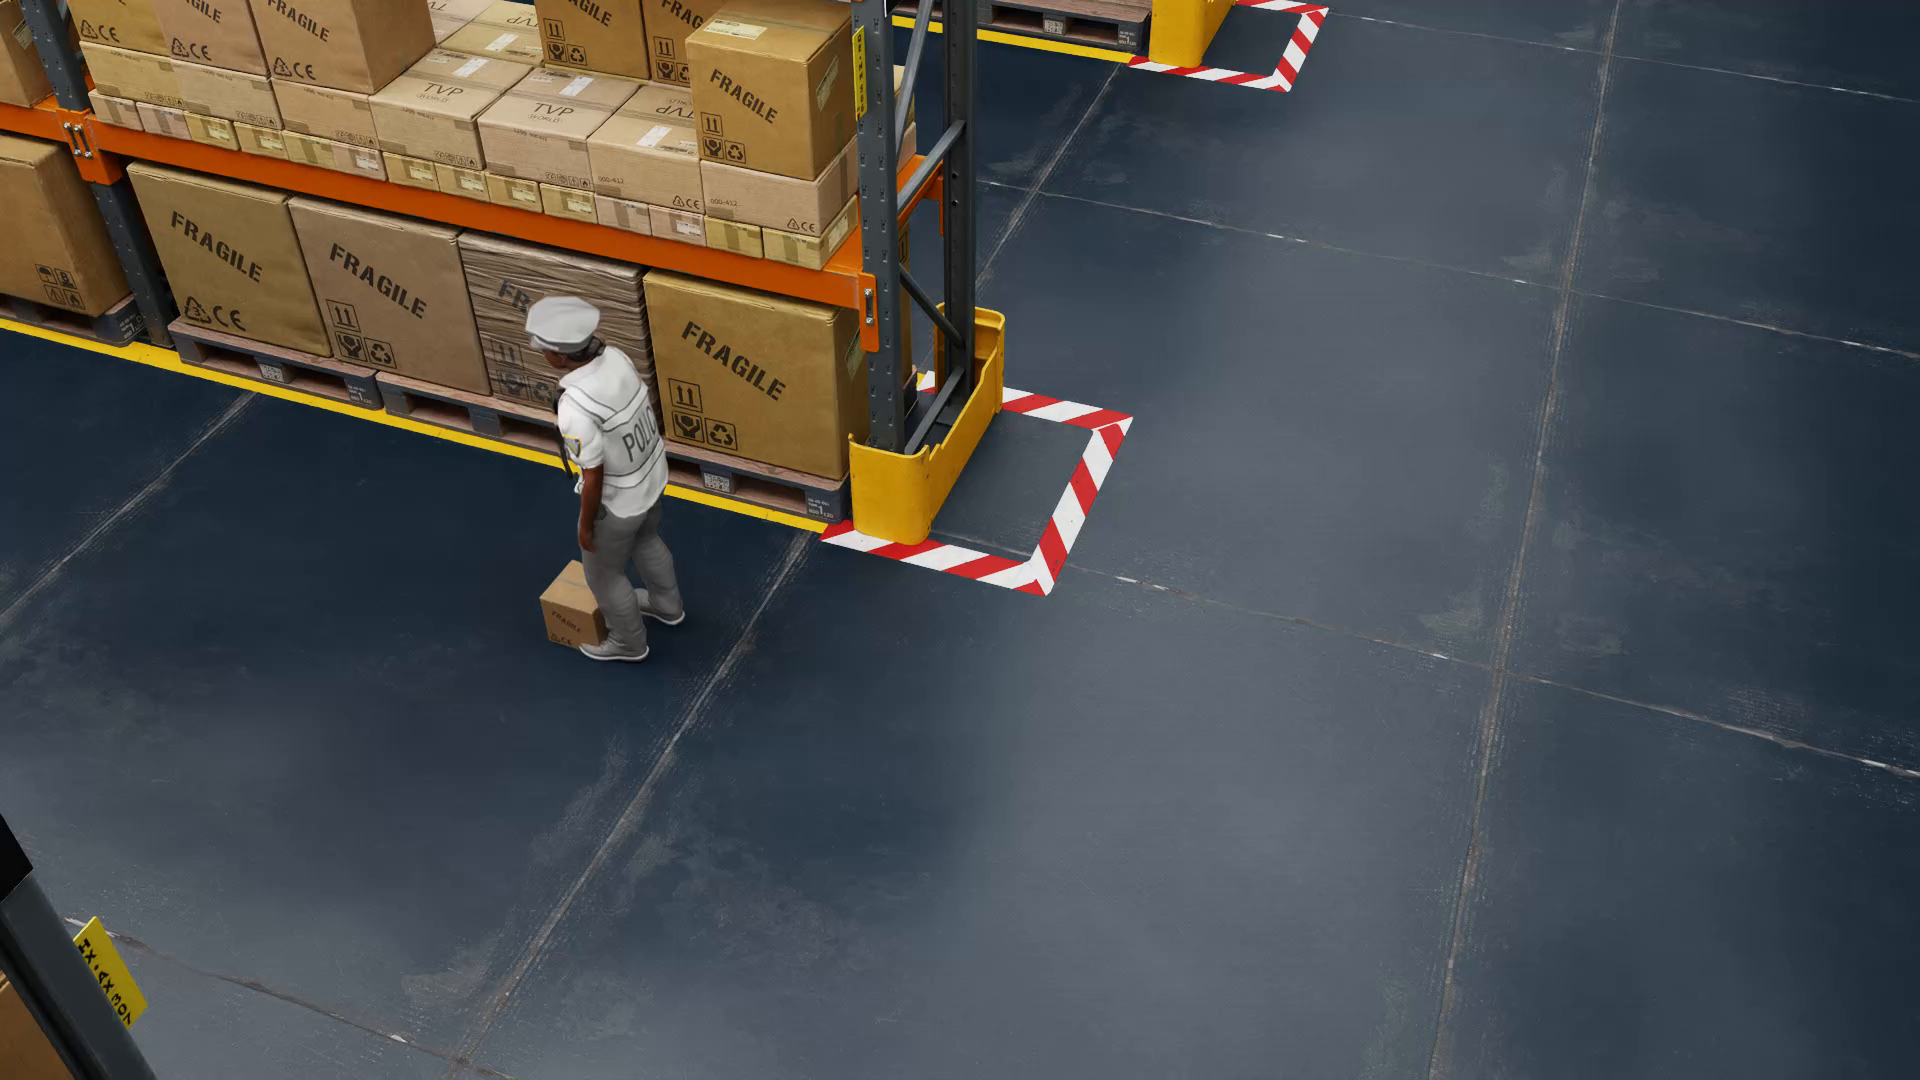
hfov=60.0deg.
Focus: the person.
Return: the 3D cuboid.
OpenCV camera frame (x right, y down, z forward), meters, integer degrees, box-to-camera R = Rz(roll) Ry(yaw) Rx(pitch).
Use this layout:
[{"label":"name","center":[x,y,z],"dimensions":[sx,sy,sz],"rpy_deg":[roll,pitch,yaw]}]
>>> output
[{"label":"person","center":[-1.339,-0.199,6.383],"dimensions":[0.427,1.658,0.526],"rpy_deg":[11,43,12]}]
